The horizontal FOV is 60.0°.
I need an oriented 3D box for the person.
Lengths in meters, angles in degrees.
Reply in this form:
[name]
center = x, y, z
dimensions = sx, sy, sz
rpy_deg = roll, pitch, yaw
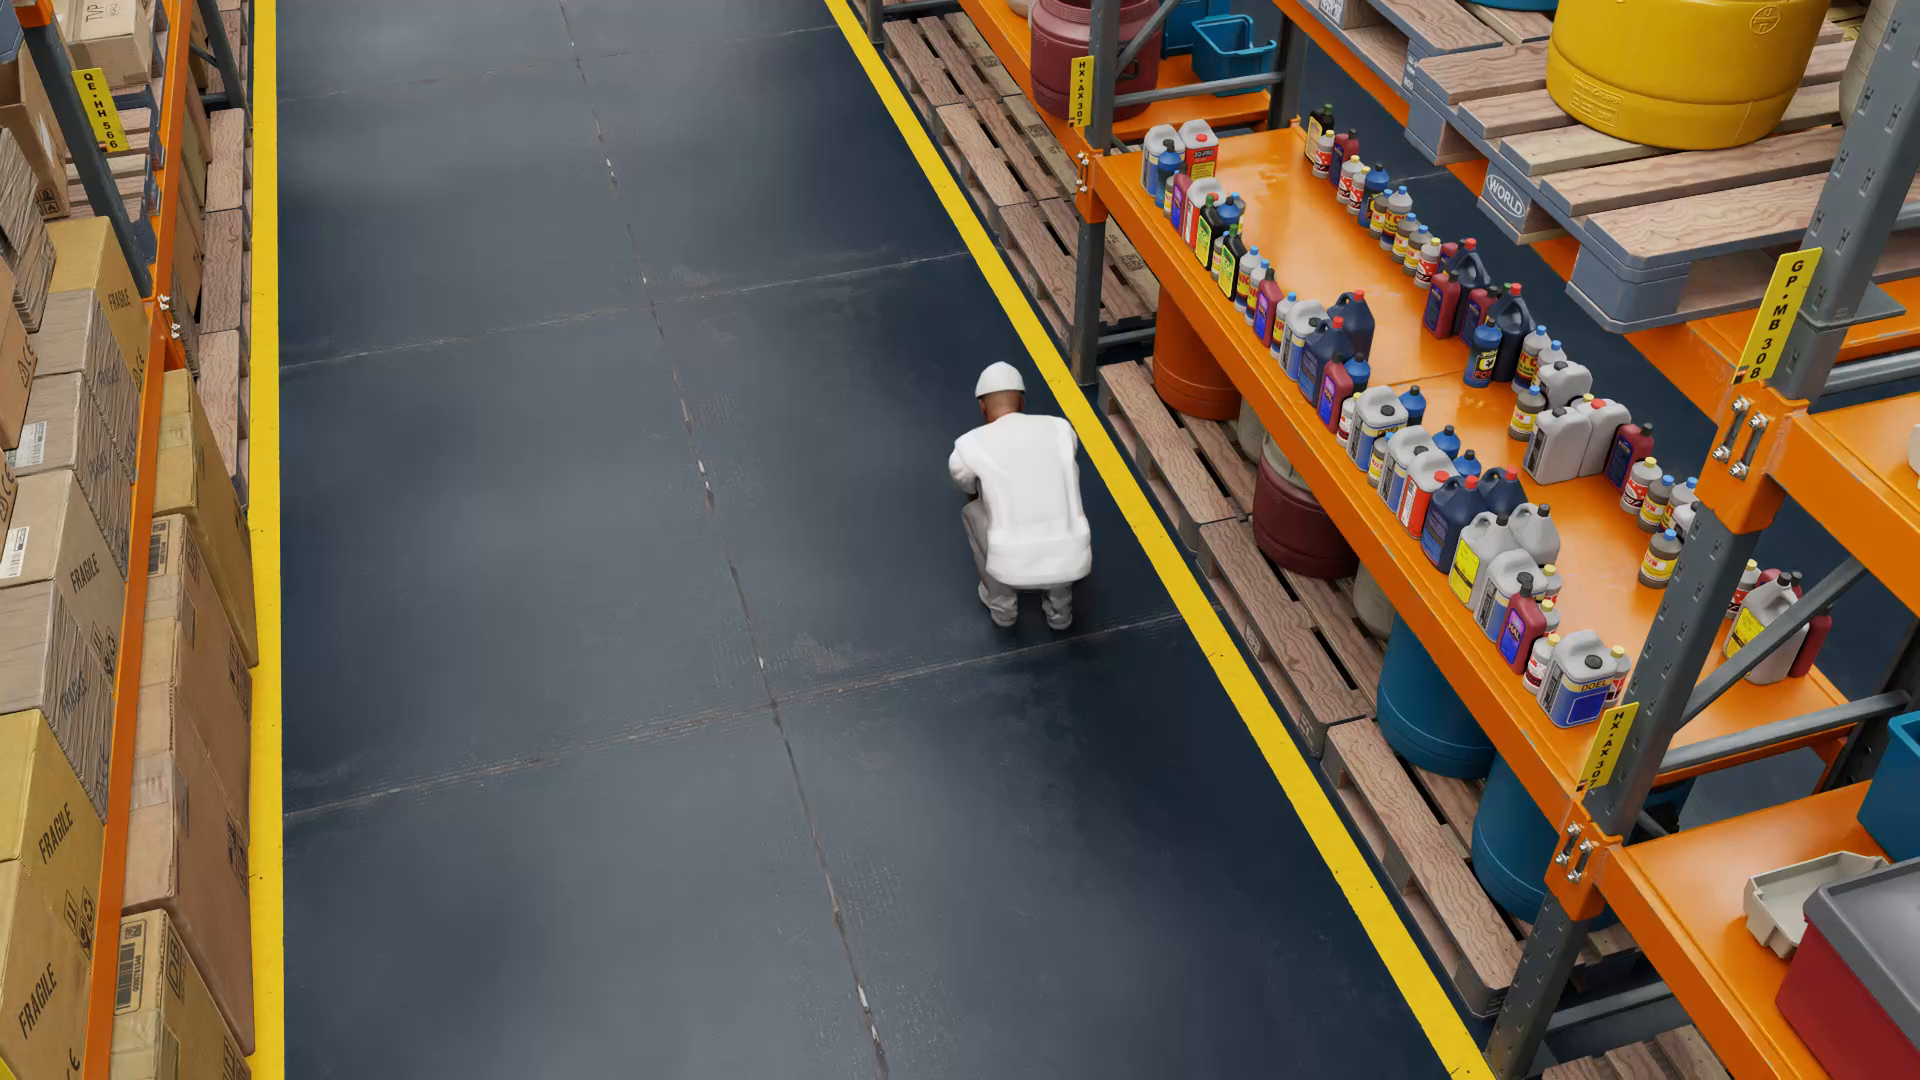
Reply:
[person]
center = 0.230, -0.171, 6.907
dimensions = 0.547, 1.007, 0.921
rpy_deg = -6, 42, -7
